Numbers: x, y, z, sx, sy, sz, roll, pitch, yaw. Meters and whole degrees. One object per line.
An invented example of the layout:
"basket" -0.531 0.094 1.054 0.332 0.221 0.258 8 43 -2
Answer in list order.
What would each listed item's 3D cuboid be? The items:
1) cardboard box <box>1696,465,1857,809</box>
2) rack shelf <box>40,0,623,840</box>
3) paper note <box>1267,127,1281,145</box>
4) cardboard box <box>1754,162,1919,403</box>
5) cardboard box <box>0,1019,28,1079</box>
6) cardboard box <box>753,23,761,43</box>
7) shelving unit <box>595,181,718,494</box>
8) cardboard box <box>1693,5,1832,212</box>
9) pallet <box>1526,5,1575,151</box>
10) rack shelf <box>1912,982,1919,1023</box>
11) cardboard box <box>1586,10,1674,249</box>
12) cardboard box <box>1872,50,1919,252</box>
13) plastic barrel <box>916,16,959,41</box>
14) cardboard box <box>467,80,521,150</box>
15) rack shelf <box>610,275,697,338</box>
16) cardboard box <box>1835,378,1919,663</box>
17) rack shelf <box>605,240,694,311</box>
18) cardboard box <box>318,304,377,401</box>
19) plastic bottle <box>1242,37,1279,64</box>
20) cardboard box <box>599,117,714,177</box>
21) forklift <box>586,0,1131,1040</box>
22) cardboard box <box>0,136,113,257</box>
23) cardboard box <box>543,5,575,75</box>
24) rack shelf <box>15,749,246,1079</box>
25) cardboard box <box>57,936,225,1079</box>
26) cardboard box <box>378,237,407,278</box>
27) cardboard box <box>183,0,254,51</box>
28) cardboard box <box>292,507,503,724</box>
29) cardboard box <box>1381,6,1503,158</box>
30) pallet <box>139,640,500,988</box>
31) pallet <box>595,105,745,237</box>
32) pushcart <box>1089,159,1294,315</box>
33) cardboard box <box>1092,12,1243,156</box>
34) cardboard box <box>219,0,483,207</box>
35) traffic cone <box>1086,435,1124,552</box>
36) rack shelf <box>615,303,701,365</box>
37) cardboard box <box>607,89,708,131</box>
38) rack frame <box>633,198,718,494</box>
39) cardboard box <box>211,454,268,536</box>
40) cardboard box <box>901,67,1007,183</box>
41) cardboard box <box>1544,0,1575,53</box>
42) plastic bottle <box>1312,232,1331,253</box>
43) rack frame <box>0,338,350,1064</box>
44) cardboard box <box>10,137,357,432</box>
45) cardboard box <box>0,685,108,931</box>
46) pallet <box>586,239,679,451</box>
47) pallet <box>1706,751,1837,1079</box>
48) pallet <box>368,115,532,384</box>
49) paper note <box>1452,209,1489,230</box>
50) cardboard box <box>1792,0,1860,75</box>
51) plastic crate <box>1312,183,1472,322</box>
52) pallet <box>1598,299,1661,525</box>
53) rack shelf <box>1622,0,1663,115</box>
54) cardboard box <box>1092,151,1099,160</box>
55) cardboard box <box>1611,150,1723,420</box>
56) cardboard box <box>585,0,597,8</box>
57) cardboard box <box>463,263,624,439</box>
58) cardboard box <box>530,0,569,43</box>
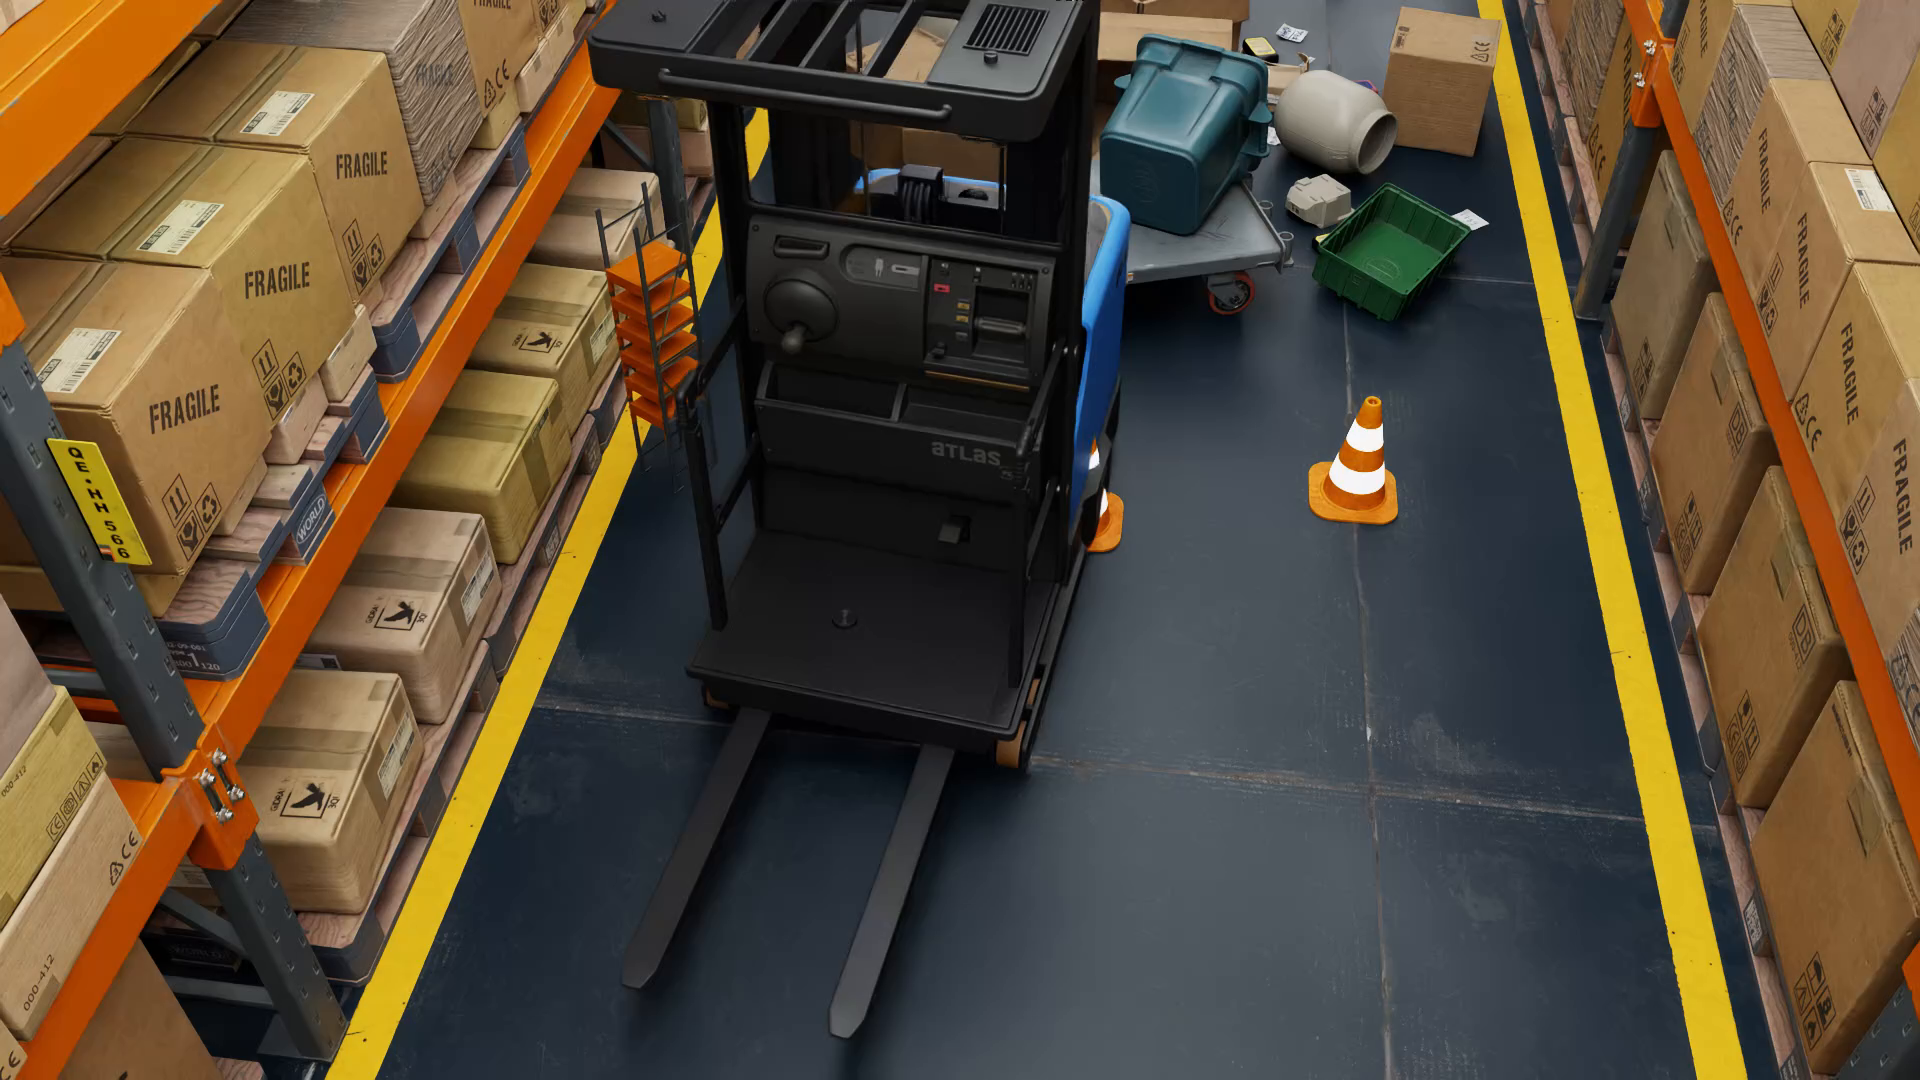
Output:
"cardboard box" 2.946 0.343 5.036 1.050 0.750 0.750 6 44 6
"rack shelf" -1.992 -0.801 5.437 1.077 0.370 4.000 5 44 6
"paper note" 1.558 -2.055 8.404 0.172 0.023 0.155 20 47 20
"cardboard box" 2.654 -0.716 4.752 0.500 0.500 0.500 6 44 6
"cardboard box" -2.118 1.073 3.044 0.500 0.250 0.500 6 44 6
"cardboard box" -1.255 -2.683 8.597 0.500 0.250 0.500 5 44 5
"shelving unit" -1.103 -0.718 6.136 0.189 1.200 0.258 28 50 26
"cardboard box" 2.790 -1.402 5.477 0.500 0.500 0.500 6 44 6
"pallet" 3.530 -2.376 8.606 1.003 0.211 1.213 5 44 6
"rack shelf" 2.399 2.306 2.156 1.077 0.370 4.000 5 44 6
"cardboard box" 3.345 -1.847 7.259 0.875 0.875 0.875 6 44 6
"cardboard box" 2.932 -1.065 4.394 0.700 0.500 0.500 5 44 5
"plastic barrel" 0.029 -2.670 8.762 0.421 0.421 0.512 -32 52 -29
"cardboard box" -1.671 -1.417 5.442 0.380 0.149 0.250 5 44 5
"rack shelf" -1.103 -0.860 6.001 0.180 0.103 0.258 28 50 26
"cardboard box" 2.525 -0.025 4.023 0.500 0.500 0.500 5 44 6
"rack shelf" -1.103 -0.947 5.919 0.180 0.103 0.258 28 50 26
"cardboard box" -1.819 -0.522 4.497 0.380 0.149 0.250 5 44 6
"plastic bottle" 1.634 -2.622 8.975 0.133 0.061 0.283 -9 44 -9
"cardboard box" -1.382 -1.957 7.829 0.500 0.250 0.500 3 44 4
"forklift" -0.238 -0.617 4.769 1.130 2.935 3.031 10 44 11
"cardboard box" -2.414 -0.684 4.197 0.500 0.500 0.500 5 44 5
"cardboard box" -1.573 -1.754 5.798 0.380 0.149 0.250 5 44 5
"rack shelf" -2.520 1.925 2.558 1.077 0.370 4.000 5 44 6
"cardboard box" -2.430 1.383 3.848 0.875 0.875 0.875 5 44 5
"cardboard box" -1.866 -0.890 4.885 0.380 0.149 0.250 7 44 7
"cardboard box" -2.275 -1.400 4.953 0.500 0.500 0.500 4 44 4
"cardboard box" -2.082 0.215 5.447 0.950 0.372 0.625 4 44 5
"cardboard box" 2.381 -2.289 8.302 0.500 0.500 0.500 12 45 13
"pallet" -2.151 0.781 5.272 1.003 0.211 1.213 5 44 6
"pallet" -1.673 -1.874 8.075 1.003 0.211 1.213 5 44 6
"pushcart" 0.539 -1.300 7.348 1.648 0.377 0.936 -9 44 -9
"cardboard box" 0.963 -2.229 8.139 0.797 0.637 0.503 5 44 6
"cardboard box" -1.768 -1.340 4.889 0.500 0.500 0.500 4 44 4
"traffic cone" 0.449 -0.243 6.170 0.336 0.463 0.334 5 44 6
"rack shelf" -1.103 -0.773 6.084 0.180 0.103 0.258 28 50 26
"cardboard box" -1.382 -2.229 7.572 0.500 0.500 0.500 7 44 8
"rack frame" -1.031 -0.680 6.095 0.006 1.200 0.240 28 50 26
"cardboard box" -1.958 -0.155 4.109 0.380 0.149 0.250 3 44 3
"cardboard box" 0.041 -1.651 7.079 0.500 0.500 0.500 5 44 6
"cardboard box" 3.583 -3.083 8.564 0.875 0.875 0.875 5 44 5
"plastic bottle" 1.733 -1.303 7.581 0.133 0.061 0.283 -16 46 -16
"rack frame" -2.256 0.301 3.751 1.000 3.000 0.127 5 44 6
"cardboard box" -1.905 -0.637 4.147 0.500 0.500 0.500 7 44 8
"cardboard box" -2.068 0.527 3.257 0.500 0.250 0.500 5 44 5
"pallet" -1.829 -0.882 7.028 1.003 0.211 1.213 5 44 6
"pallet" 2.843 1.164 4.867 1.003 0.211 1.213 5 44 6
"pallet" -2.035 -0.982 5.245 1.003 0.211 1.213 5 44 6
"paper note" 2.384 -1.507 7.819 0.147 0.020 0.142 -24 48 -23
"cardboard box" 3.067 -1.754 5.121 0.700 0.500 0.500 5 44 5
"plastic crate" 1.917 -1.281 7.425 0.450 0.188 0.662 35 53 18
"pallet" 3.165 -0.499 6.623 1.003 0.211 1.213 5 44 6
"rack shelf" 3.457 -3.146 7.914 1.077 0.370 4.000 5 44 6
"cardboard box" 0.508 -1.793 7.950 0.258 0.266 0.396 -24 48 -23
"cardboard box" 3.200 -0.948 6.401 1.050 0.750 0.750 5 44 5
"cardboard box" -1.522 -2.111 6.175 0.380 0.149 0.250 6 44 6
"cardboard box" -1.886 -0.776 6.493 0.950 0.372 0.625 8 44 8
"cardboard box" -1.625 -2.048 5.637 0.500 0.500 0.500 5 44 6
